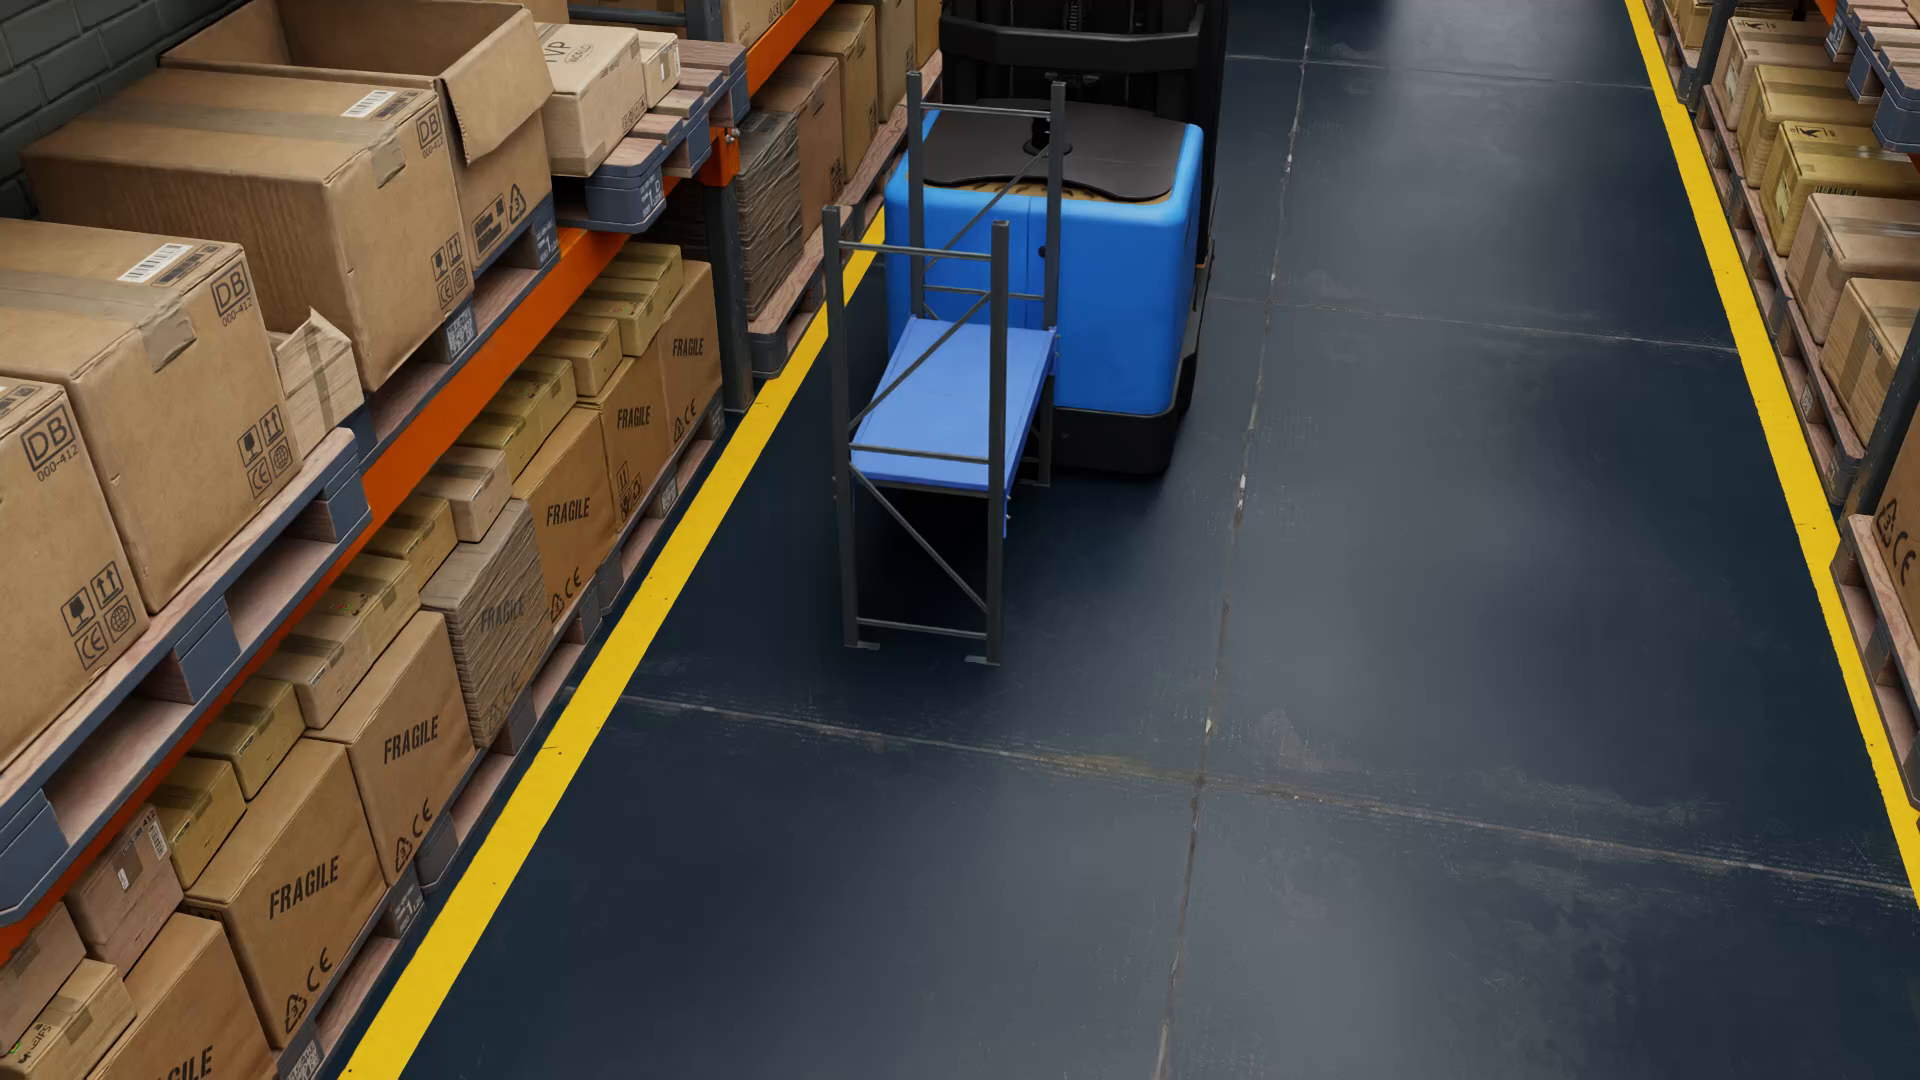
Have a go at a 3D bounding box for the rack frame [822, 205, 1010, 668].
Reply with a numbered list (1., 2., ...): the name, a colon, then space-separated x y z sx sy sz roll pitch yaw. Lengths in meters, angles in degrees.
1. rack frame: -0.119 -0.246 4.812 0.500 1.500 0.032 7 36 9

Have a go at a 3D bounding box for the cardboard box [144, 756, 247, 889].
1. cardboard box: -1.795 0.593 3.595 0.380 0.149 0.250 6 36 8

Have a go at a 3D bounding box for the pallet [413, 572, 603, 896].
1. pallet: -1.764 0.460 4.936 1.003 0.211 1.213 7 37 10

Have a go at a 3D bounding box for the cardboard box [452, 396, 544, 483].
1. cardboard box: -1.443 -0.301 4.829 0.380 0.149 0.250 7 36 9

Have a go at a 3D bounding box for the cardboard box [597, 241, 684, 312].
1. cardboard box: -1.163 -0.896 5.649 0.380 0.149 0.250 6 36 8

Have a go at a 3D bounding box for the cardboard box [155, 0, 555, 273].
1. cardboard box: -1.472 -1.043 4.187 0.797 0.503 0.637 7 36 9

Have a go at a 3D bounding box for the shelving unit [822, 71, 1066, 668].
1. shelving unit: -0.019 -0.539 5.215 0.538 1.500 1.048 7 36 9

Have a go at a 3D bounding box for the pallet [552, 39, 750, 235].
1. pallet: -1.381 -1.315 5.172 1.213 0.211 1.003 7 37 10

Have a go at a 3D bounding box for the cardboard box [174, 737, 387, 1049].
1. cardboard box: -1.732 0.790 3.877 0.500 0.500 0.500 7 36 9

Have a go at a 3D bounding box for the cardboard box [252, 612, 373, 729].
1. cardboard box: -1.660 0.296 4.005 0.380 0.149 0.250 7 37 10

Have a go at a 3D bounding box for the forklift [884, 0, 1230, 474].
1. forklift: 0.520 -2.284 6.404 1.130 2.935 3.031 7 36 9

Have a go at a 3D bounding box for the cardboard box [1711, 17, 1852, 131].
1. cardboard box: 4.290 -2.268 8.205 0.950 0.372 0.625 8 37 11

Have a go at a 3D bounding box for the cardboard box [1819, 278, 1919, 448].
1. cardboard box: 3.676 -0.599 5.902 0.950 0.372 0.625 5 36 7

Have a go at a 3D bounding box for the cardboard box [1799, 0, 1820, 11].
1. cardboard box: 4.790 -3.128 8.856 0.500 0.500 0.500 9 37 12

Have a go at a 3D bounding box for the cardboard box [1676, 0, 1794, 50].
1. cardboard box: 4.263 -2.893 9.170 0.500 0.250 0.500 9 37 12

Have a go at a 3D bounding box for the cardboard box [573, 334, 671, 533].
1. cardboard box: -1.302 -0.393 5.509 0.500 0.500 0.500 7 36 9

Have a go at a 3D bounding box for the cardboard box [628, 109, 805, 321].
1. cardboard box: -1.158 -1.355 6.729 0.875 0.625 0.625 8 37 11

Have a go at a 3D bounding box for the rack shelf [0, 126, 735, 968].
1. rack shelf: -1.732 -0.352 4.293 1.077 0.370 4.000 7 37 10

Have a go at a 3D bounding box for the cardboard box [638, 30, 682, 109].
1. cardboard box: -1.070 -1.434 5.028 0.380 0.149 0.250 8 37 11

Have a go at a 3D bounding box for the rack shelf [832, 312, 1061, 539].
1. rack shelf: -0.019 -0.393 5.321 0.538 0.185 1.000 7 36 9

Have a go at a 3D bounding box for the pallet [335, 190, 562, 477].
1. pallet: -1.715 -0.597 4.181 1.003 0.211 1.213 7 37 10

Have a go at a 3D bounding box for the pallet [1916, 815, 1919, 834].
1. pallet: 3.041 1.099 4.054 1.003 0.211 1.213 7 37 10

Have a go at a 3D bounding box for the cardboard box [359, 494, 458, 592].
1. cardboard box: -1.575 -0.005 4.420 0.380 0.149 0.250 7 37 10

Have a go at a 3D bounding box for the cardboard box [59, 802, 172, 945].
1. cardboard box: -1.814 0.635 3.284 0.380 0.149 0.250 6 36 8

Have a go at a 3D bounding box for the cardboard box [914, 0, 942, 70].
1. cardboard box: -0.551 -2.991 8.987 0.875 0.625 0.625 9 37 12

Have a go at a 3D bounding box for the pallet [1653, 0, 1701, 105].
1. pallet: 4.509 -2.724 9.328 1.003 0.211 1.213 7 37 10

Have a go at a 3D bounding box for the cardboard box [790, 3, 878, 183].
1. cardboard box: -0.882 -2.116 7.779 0.875 0.625 0.625 6 36 8

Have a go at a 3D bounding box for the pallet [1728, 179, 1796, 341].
1. pallet: 3.977 -1.186 7.207 1.003 0.211 1.213 7 37 10

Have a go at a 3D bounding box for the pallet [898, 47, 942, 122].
1. pallet: -0.569 -2.527 9.057 1.003 0.211 1.213 7 37 10

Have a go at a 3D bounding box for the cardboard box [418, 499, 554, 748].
1. cardboard box: -1.504 0.207 4.680 0.500 0.500 0.500 6 36 8

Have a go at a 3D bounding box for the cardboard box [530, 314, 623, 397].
1. cardboard box: -1.290 -0.590 5.227 0.380 0.149 0.250 6 36 8

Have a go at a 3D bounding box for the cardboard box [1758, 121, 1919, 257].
1. cardboard box: 3.993 -1.457 7.085 0.950 0.372 0.625 8 37 12

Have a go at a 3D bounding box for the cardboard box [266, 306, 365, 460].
1. cardboard box: -1.487 -0.361 3.449 0.396 0.266 0.258 9 37 12

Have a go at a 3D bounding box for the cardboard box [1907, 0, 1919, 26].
1. cardboard box: 3.382 -1.769 5.491 0.380 0.149 0.250 7 37 10

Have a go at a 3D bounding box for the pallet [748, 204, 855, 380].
1. pallet: -1.091 -1.128 7.127 1.003 0.211 1.213 7 37 10

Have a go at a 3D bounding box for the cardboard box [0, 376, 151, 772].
1. cardboard box: -1.837 0.043 2.691 0.700 0.500 0.500 8 37 11

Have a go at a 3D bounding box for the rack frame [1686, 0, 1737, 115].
1. rack frame: 4.400 -3.463 7.972 1.000 3.000 0.127 7 37 10

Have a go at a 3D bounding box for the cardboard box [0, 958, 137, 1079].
1. cardboard box: -1.822 0.910 3.158 0.380 0.149 0.250 9 37 12

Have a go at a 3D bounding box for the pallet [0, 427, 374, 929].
1. pallet: -1.882 0.136 3.169 1.003 0.211 1.213 7 37 10

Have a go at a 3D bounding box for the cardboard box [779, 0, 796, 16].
1. cardboard box: -0.859 -2.241 6.414 0.500 0.250 0.500 7 36 9
